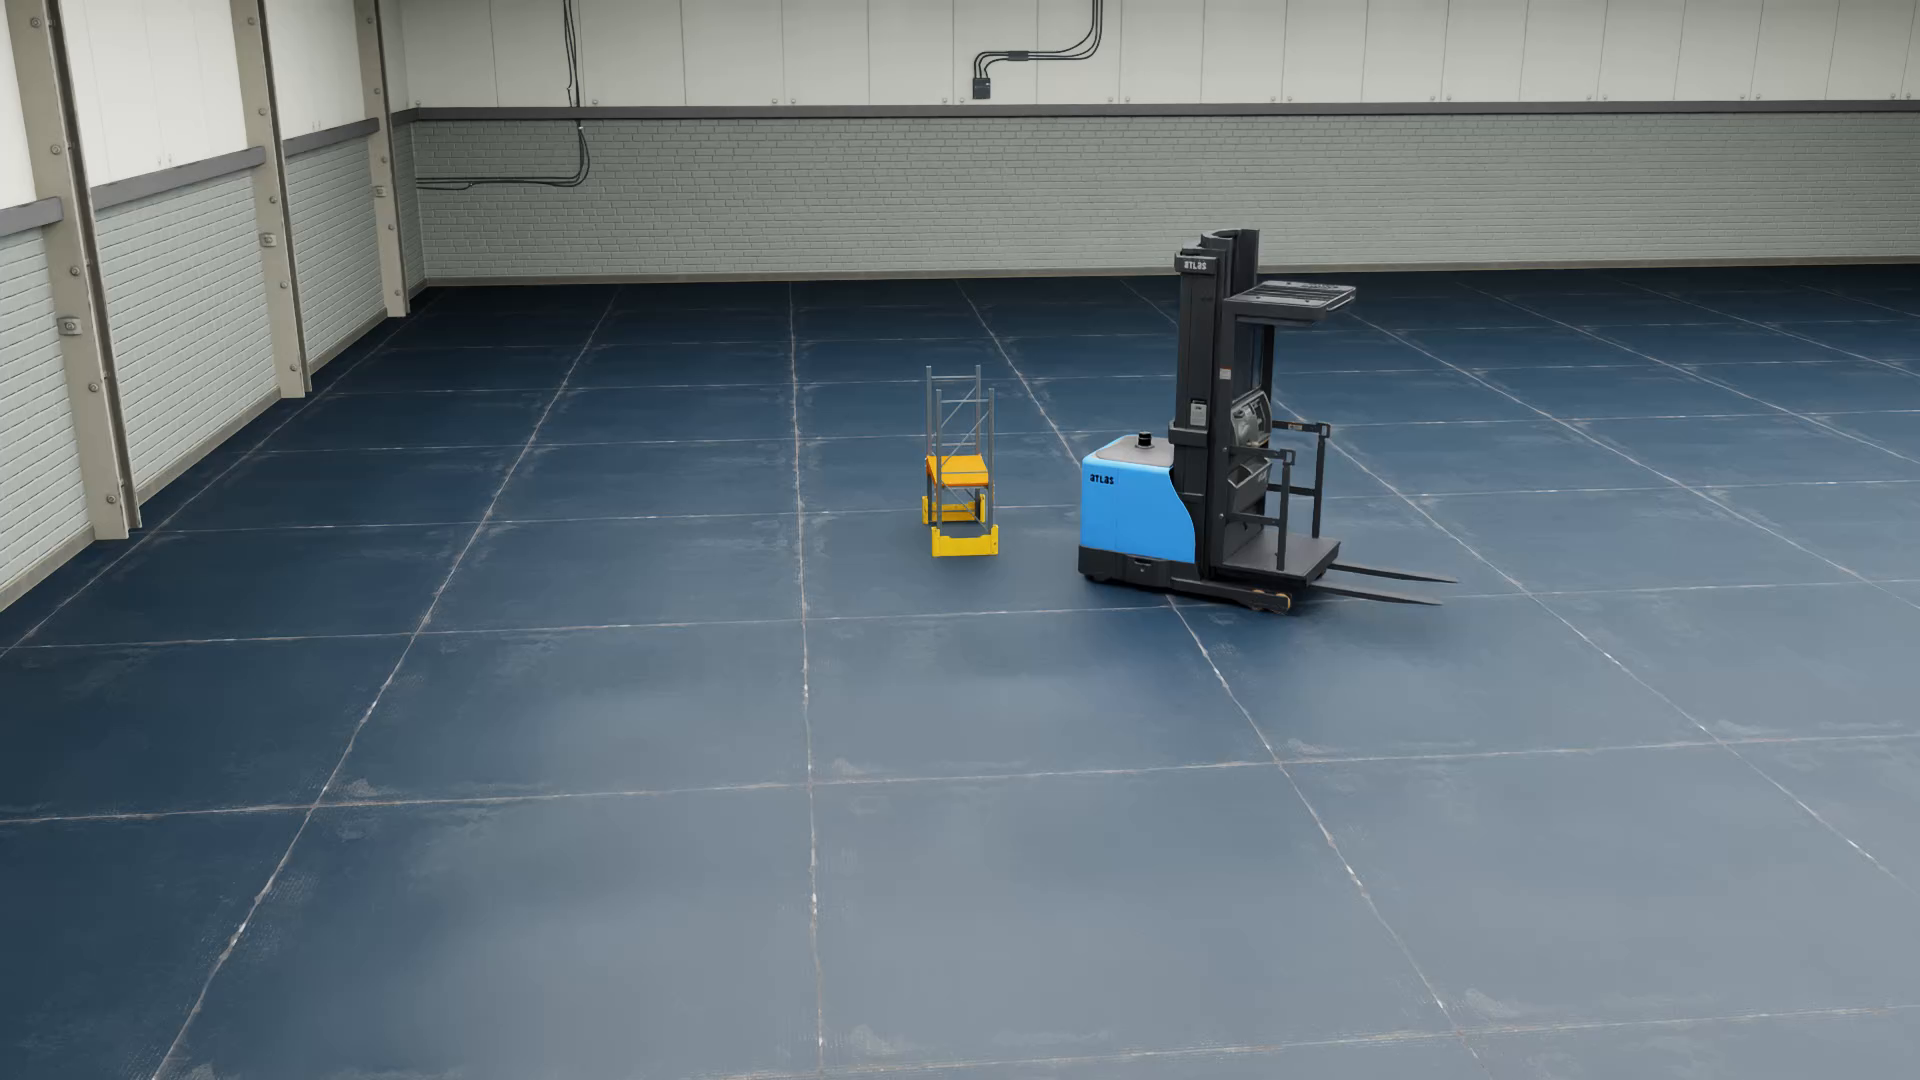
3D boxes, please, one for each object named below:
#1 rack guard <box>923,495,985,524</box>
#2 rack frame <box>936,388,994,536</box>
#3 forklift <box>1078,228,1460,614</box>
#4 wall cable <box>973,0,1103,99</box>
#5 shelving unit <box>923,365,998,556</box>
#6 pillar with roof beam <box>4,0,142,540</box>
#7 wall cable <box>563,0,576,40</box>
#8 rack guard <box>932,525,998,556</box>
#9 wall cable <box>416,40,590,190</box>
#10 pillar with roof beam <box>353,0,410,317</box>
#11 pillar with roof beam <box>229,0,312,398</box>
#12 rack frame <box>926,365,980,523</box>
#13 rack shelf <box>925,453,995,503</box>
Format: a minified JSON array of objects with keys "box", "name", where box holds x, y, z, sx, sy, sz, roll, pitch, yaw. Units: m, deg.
[{"box":[-0.059,-0.290,15.758,0.587,0.250,0.087,-2,18,-6],"name":"rack guard"},{"box":[0.044,-0.590,14.624,0.500,1.500,0.032,-2,18,-6],"name":"rack frame"},{"box":[2.554,-0.983,13.489,3.031,2.935,1.130,9,20,26],"name":"forklift"},{"box":[1.383,-10.764,28.835,2.305,6.003,0.169,-2,18,-6],"name":"wall cable"},{"box":[-0.008,-0.738,15.098,0.587,1.500,1.083,-2,18,-6],"name":"shelving unit"},{"box":[-3.553,-4.492,14.535,9.100,9.000,0.400,-2,18,-6],"name":"pillar with roof beam"},{"box":[-5.371,-9.865,28.400,3.097,2.526,0.112,-2,18,-6],"name":"wall cable"},{"box":[0.044,0.006,14.812,0.587,0.250,0.087,-2,18,-6],"name":"rack guard"},{"box":[-8.062,-7.371,28.890,3.097,2.526,0.112,-2,18,-6],"name":"wall cable"},{"box":[-4.791,-8.067,25.923,9.100,9.000,0.400,-2,18,-6],"name":"pillar with roof beam"},{"box":[-4.172,-6.280,20.229,9.100,9.000,0.400,-2,18,-6],"name":"pillar with roof beam"},{"box":[-0.061,-0.892,15.589,0.500,1.500,0.032,-2,18,-6],"name":"rack frame"},{"box":[-0.009,-0.569,15.160,0.538,0.185,1.000,-2,18,-6],"name":"rack shelf"}]
